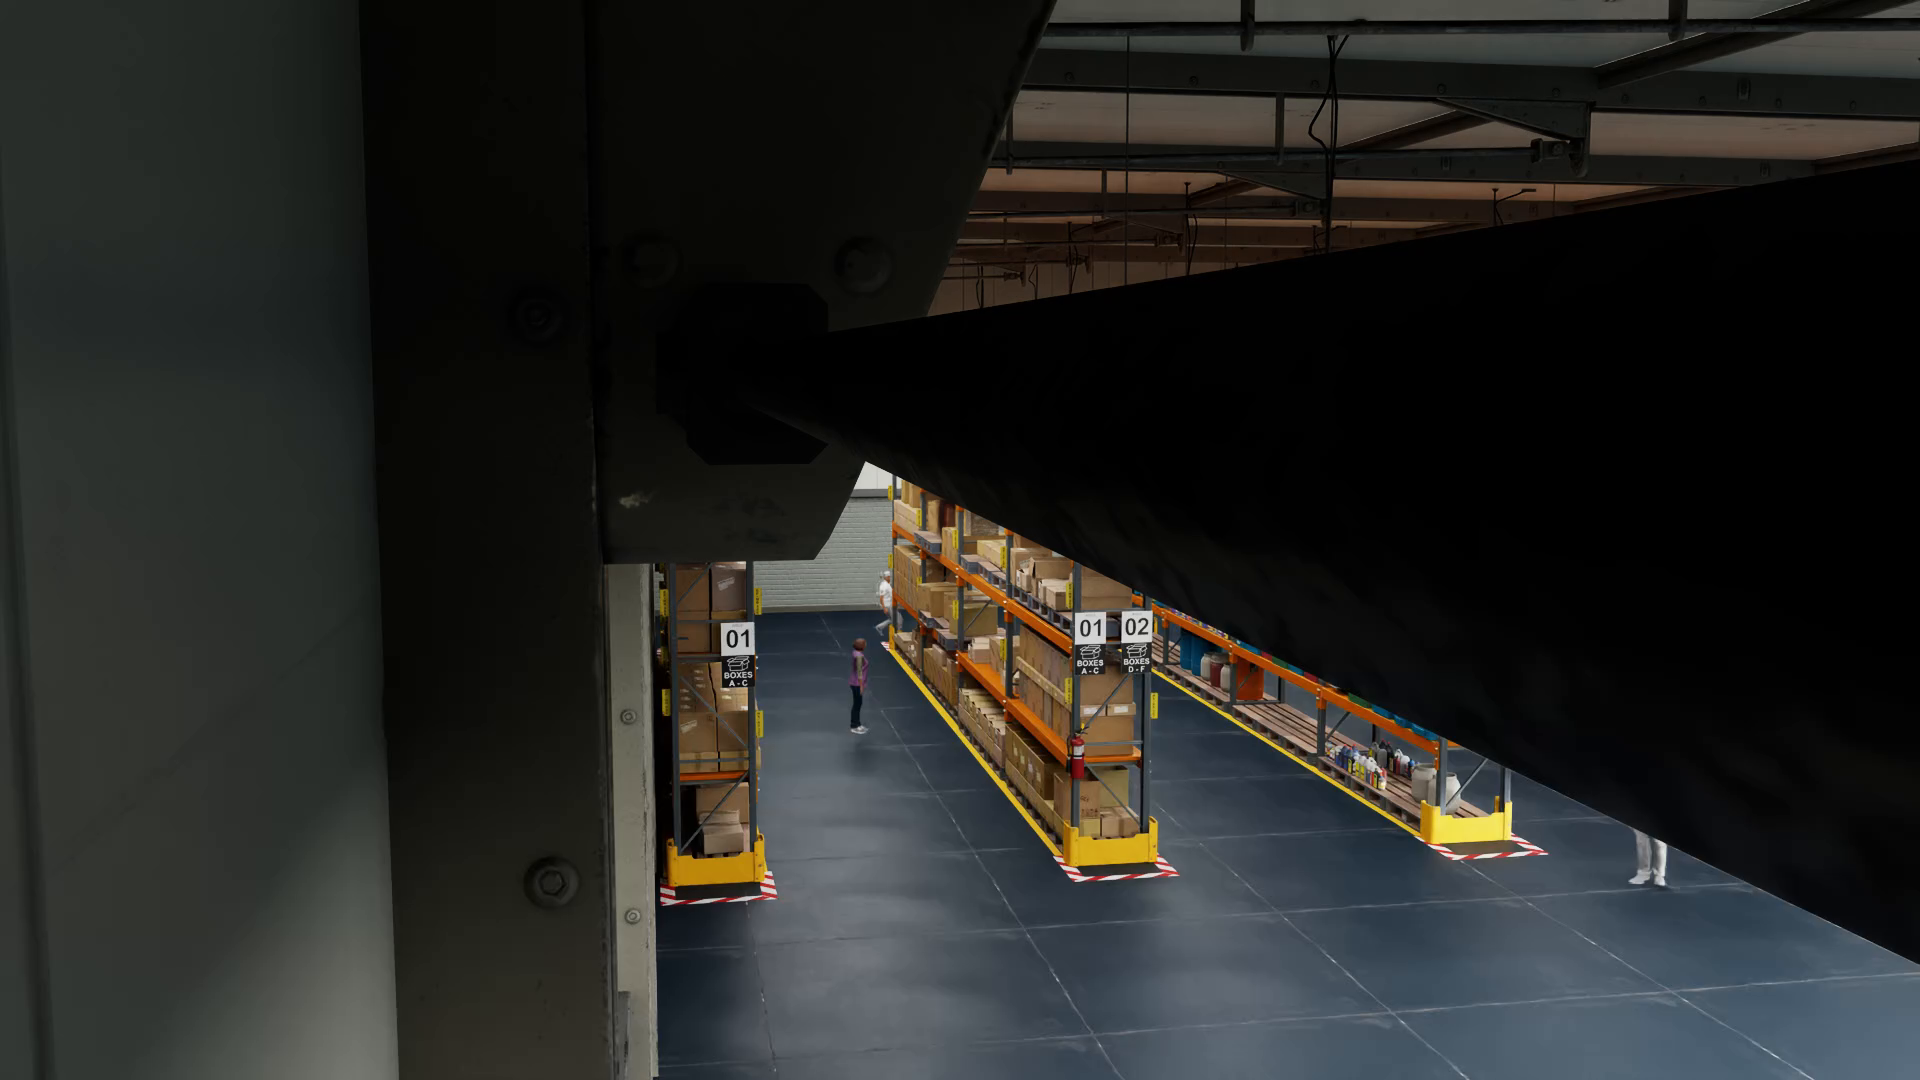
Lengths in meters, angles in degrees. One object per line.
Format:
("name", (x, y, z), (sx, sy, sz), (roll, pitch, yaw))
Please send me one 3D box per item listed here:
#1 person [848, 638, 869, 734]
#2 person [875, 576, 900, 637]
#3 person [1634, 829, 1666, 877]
("person", (-1.689, 2.425, 27.673), (0.328, 1.595, 0.430), (-1, 6, -7))
("person", (-1.557, 1.483, 37.757), (0.779, 1.545, 0.488), (1, 6, 9))
("person", (8.345, 3.370, 20.069), (0.438, 1.443, 0.375), (5, 8, 38))
